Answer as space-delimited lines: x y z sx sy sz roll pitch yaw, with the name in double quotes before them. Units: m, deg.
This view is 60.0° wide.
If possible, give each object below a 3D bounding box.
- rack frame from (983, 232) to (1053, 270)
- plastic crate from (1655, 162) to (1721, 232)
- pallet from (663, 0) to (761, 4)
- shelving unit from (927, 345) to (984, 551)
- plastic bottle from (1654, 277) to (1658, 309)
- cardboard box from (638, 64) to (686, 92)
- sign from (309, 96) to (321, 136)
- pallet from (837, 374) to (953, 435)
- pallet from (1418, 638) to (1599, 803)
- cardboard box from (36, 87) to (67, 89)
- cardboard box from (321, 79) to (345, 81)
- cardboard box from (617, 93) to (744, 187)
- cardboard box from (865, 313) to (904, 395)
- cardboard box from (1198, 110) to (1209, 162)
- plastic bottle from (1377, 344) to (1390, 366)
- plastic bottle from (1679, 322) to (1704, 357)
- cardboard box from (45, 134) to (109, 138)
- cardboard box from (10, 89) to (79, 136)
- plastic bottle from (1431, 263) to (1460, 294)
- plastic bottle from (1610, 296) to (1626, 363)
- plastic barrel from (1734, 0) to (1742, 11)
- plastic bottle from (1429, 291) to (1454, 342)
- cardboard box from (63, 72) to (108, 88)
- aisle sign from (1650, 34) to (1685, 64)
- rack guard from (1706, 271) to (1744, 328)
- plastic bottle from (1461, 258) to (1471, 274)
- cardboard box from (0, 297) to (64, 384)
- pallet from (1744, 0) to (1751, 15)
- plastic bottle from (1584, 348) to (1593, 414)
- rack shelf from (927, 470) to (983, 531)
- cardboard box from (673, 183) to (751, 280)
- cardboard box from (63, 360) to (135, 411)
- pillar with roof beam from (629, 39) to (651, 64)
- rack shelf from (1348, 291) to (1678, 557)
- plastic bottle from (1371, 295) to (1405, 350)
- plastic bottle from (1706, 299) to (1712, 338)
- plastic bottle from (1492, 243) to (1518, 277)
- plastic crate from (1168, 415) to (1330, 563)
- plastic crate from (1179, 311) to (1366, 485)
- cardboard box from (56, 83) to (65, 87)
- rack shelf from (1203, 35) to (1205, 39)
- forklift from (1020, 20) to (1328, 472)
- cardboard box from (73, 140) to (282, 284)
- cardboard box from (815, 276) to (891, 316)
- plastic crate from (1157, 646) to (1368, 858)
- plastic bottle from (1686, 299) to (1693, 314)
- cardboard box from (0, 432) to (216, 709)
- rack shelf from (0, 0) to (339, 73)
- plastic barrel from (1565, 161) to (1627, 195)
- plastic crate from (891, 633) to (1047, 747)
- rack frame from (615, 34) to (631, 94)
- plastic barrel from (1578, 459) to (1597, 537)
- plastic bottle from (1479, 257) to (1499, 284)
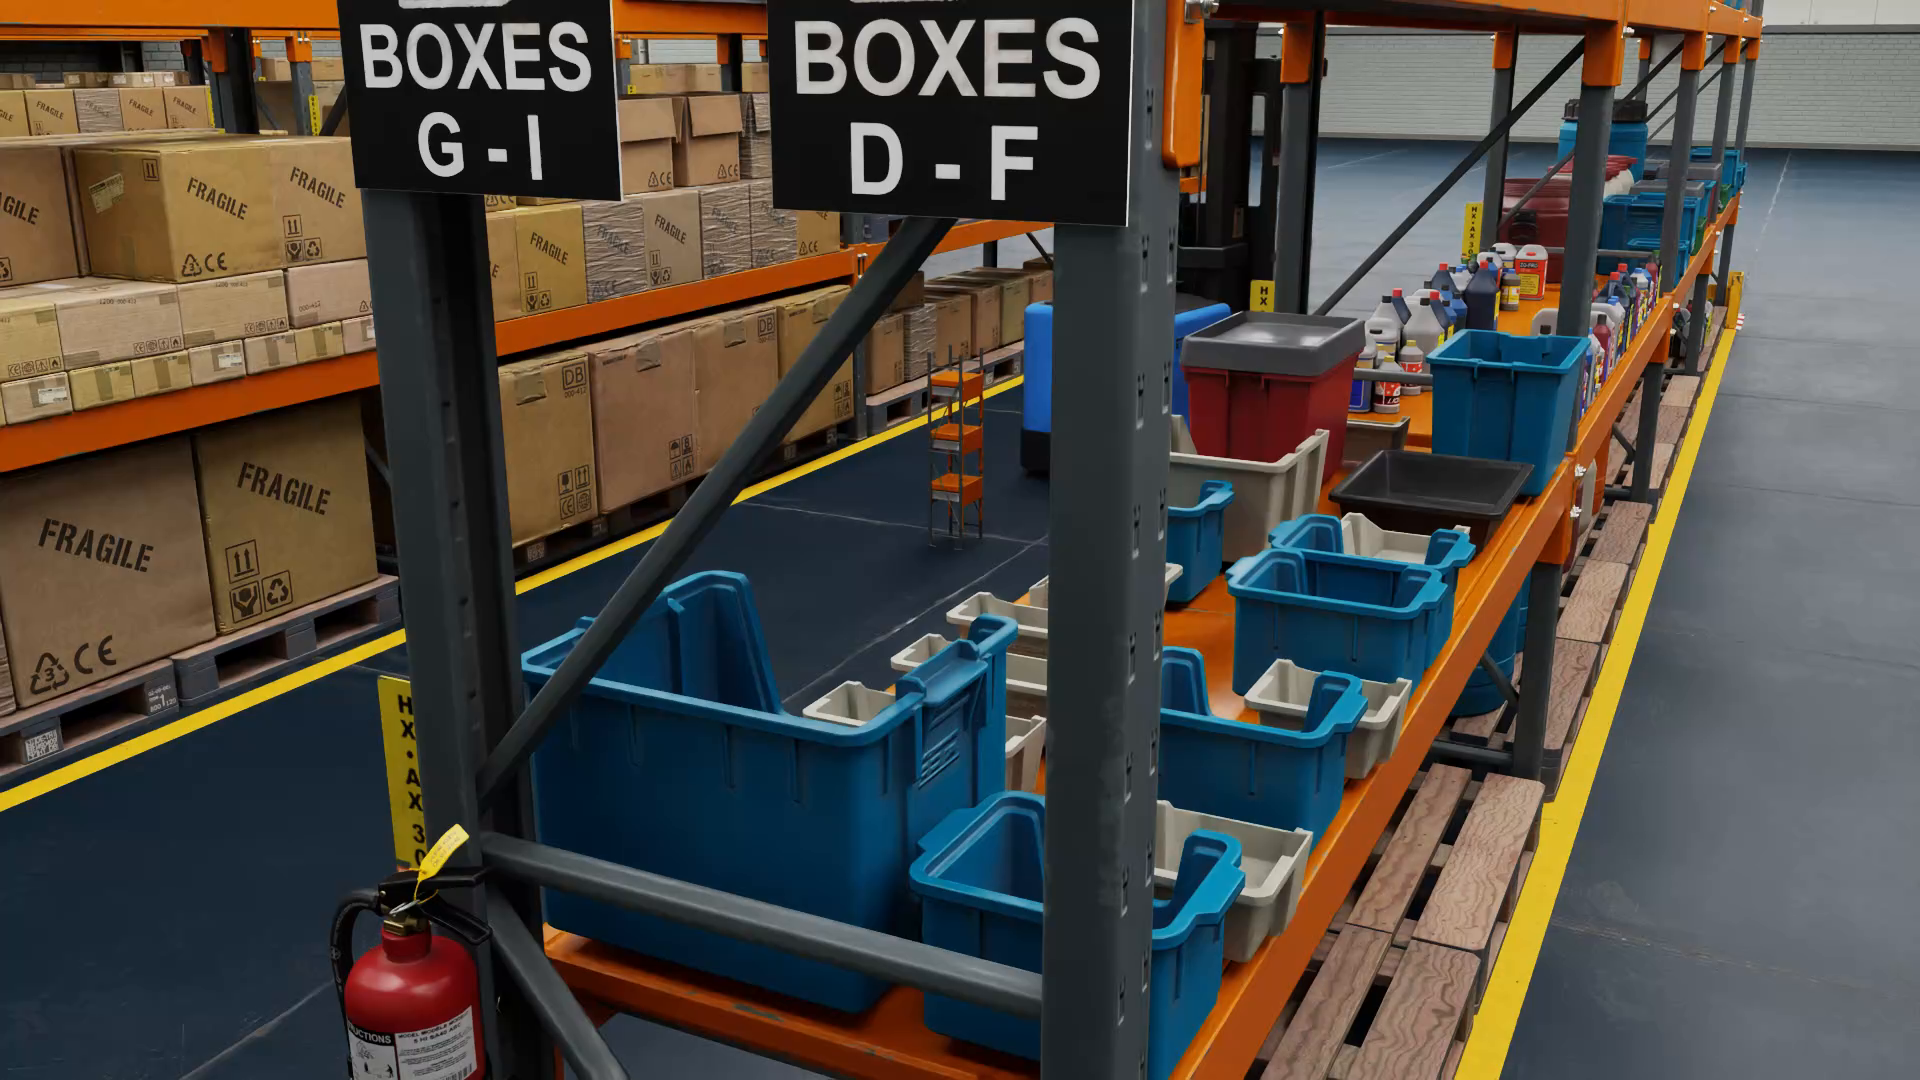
"rack frame" 0.679 -3.195 14.514 1.000 3.000 0.127 8 18 25
"plastic crate" 5.167 -2.433 11.837 0.402 0.464 0.583 8 18 25
"pallet" -1.846 -3.068 9.148 1.003 0.211 1.213 9 19 28
"shelving unit" -0.024 -0.490 8.829 0.215 1.050 0.252 8 18 25
"plastic bottle" 3.456 -1.267 8.369 0.097 0.201 0.097 0 17 0
"cardboard box" -3.376 -4.686 17.373 0.875 0.550 0.550 8 18 25
"sign" -5.011 -3.284 12.917 0.100 0.325 0.005 8 18 25
"pallet" -0.758 -1.038 12.150 1.003 0.211 1.213 8 18 25
"pallet" 1.917 0.618 6.572 1.003 0.211 1.213 8 18 25
"cardboard box" -9.329 -4.381 17.070 0.500 0.500 0.500 7 18 23
"cardboard box" -5.066 -3.602 13.953 0.700 0.500 0.500 8 18 25
"cardboard box" -1.743 -2.355 9.748 0.797 0.503 0.637 9 19 27
"cardboard box" -0.827 -1.362 11.960 0.700 0.500 0.500 7 18 22
"cardboard box" 2.080 -4.125 16.947 0.875 0.500 0.500 8 18 25
"plastic bottle" 1.564 -0.633 6.236 0.097 0.201 0.097 0 17 0
"plastic bottle" 5.765 -1.581 13.092 0.152 0.276 0.135 9 19 27
"cardboard box" -6.350 -2.839 11.973 0.380 0.149 0.250 9 19 28
"cardboard box" -9.108 -4.184 16.407 0.500 0.500 0.500 8 19 26
"plastic bottle" 2.146 -1.060 7.412 0.144 0.351 0.185 8 18 25
"plastic bottle" 2.720 -0.881 6.948 0.097 0.271 0.097 0 17 0
"plastic barrel" 5.077 -4.086 11.365 0.600 0.901 0.708 8 18 25
"plastic bottle" 1.865 -0.808 6.564 0.144 0.351 0.185 8 18 25
"cardboard box" -9.106 -4.794 17.322 0.380 0.149 0.250 9 19 28
"aisle sign" 6.668 -4.886 15.639 0.394 0.787 0.004 8 18 25
"rack guard" 6.906 -2.360 16.093 1.175 0.500 0.348 8 18 25
"plastic bottle" 2.430 -1.216 8.056 0.061 0.283 0.133 8 18 25
"cardboard box" -3.544 -0.692 5.825 0.500 0.250 0.500 8 18 24
"pallet" 5.345 -4.109 12.652 1.213 0.211 1.003 8 18 25
"plastic bottle" 2.219 -0.595 5.986 0.097 0.271 0.097 0 17 0
"rack shelf" -0.024 -0.213 8.911 0.215 0.259 0.240 8 18 25
"cardboard box" -1.564 -1.808 9.668 0.500 0.500 0.500 7 18 24
"cardboard box" -3.313 -0.590 6.185 0.380 0.149 0.250 8 18 24
"pillar with roof beam" -2.745 -11.427 31.694 9.100 9.000 0.400 8 18 25
"rack shelf" 2.429 -0.692 7.349 1.077 0.370 4.000 8 18 25
"plastic bottle" 1.653 -0.779 6.467 0.144 0.351 0.185 8 18 25
"plastic bottle" 6.199 -1.863 13.907 0.144 0.351 0.185 9 19 28
"plastic bottle" 2.840 -1.418 8.747 0.152 0.276 0.135 8 18 25
"plastic crate" 0.688 -0.134 4.309 0.437 0.282 0.530 8 18 25
"plastic crate" 0.912 -0.391 4.855 0.402 0.464 0.583 8 18 25
"cardboard box" -11.780 -5.898 21.775 0.380 0.149 0.250 8 18 24
"rack shelf" 1.573 -4.798 15.904 1.077 0.370 4.000 8 18 25
"forklift" 1.643 -2.058 10.805 1.130 2.935 3.031 12 20 34
"cardboard box" -3.089 -1.309 6.589 0.500 0.500 0.500 8 18 26
"cardboard box" -0.836 -1.723 11.857 0.500 0.250 0.500 9 19 28
"plastic crate" 0.447 0.354 2.752 0.416 0.233 0.300 8 18 25
"plastic bottle" 6.236 -1.922 14.224 0.061 0.283 0.133 8 18 25
"cardboard box" -3.664 0.047 6.592 0.875 0.875 0.875 8 18 25
"rack shelf" -3.789 -1.741 5.613 1.077 0.370 4.000 8 18 25
"plastic barrel" 4.159 -2.228 11.017 0.433 0.535 0.433 0 17 0
"plastic crate" 0.093 0.286 3.149 0.396 0.136 0.243 8 18 25
"rack frame" -3.713 -3.852 16.725 1.000 3.000 0.127 8 18 25
"plastic barrel" 2.947 -0.273 8.307 0.421 0.512 0.421 0 17 0
"plastic bottle" 2.612 -1.264 8.237 0.097 0.271 0.097 0 17 0
